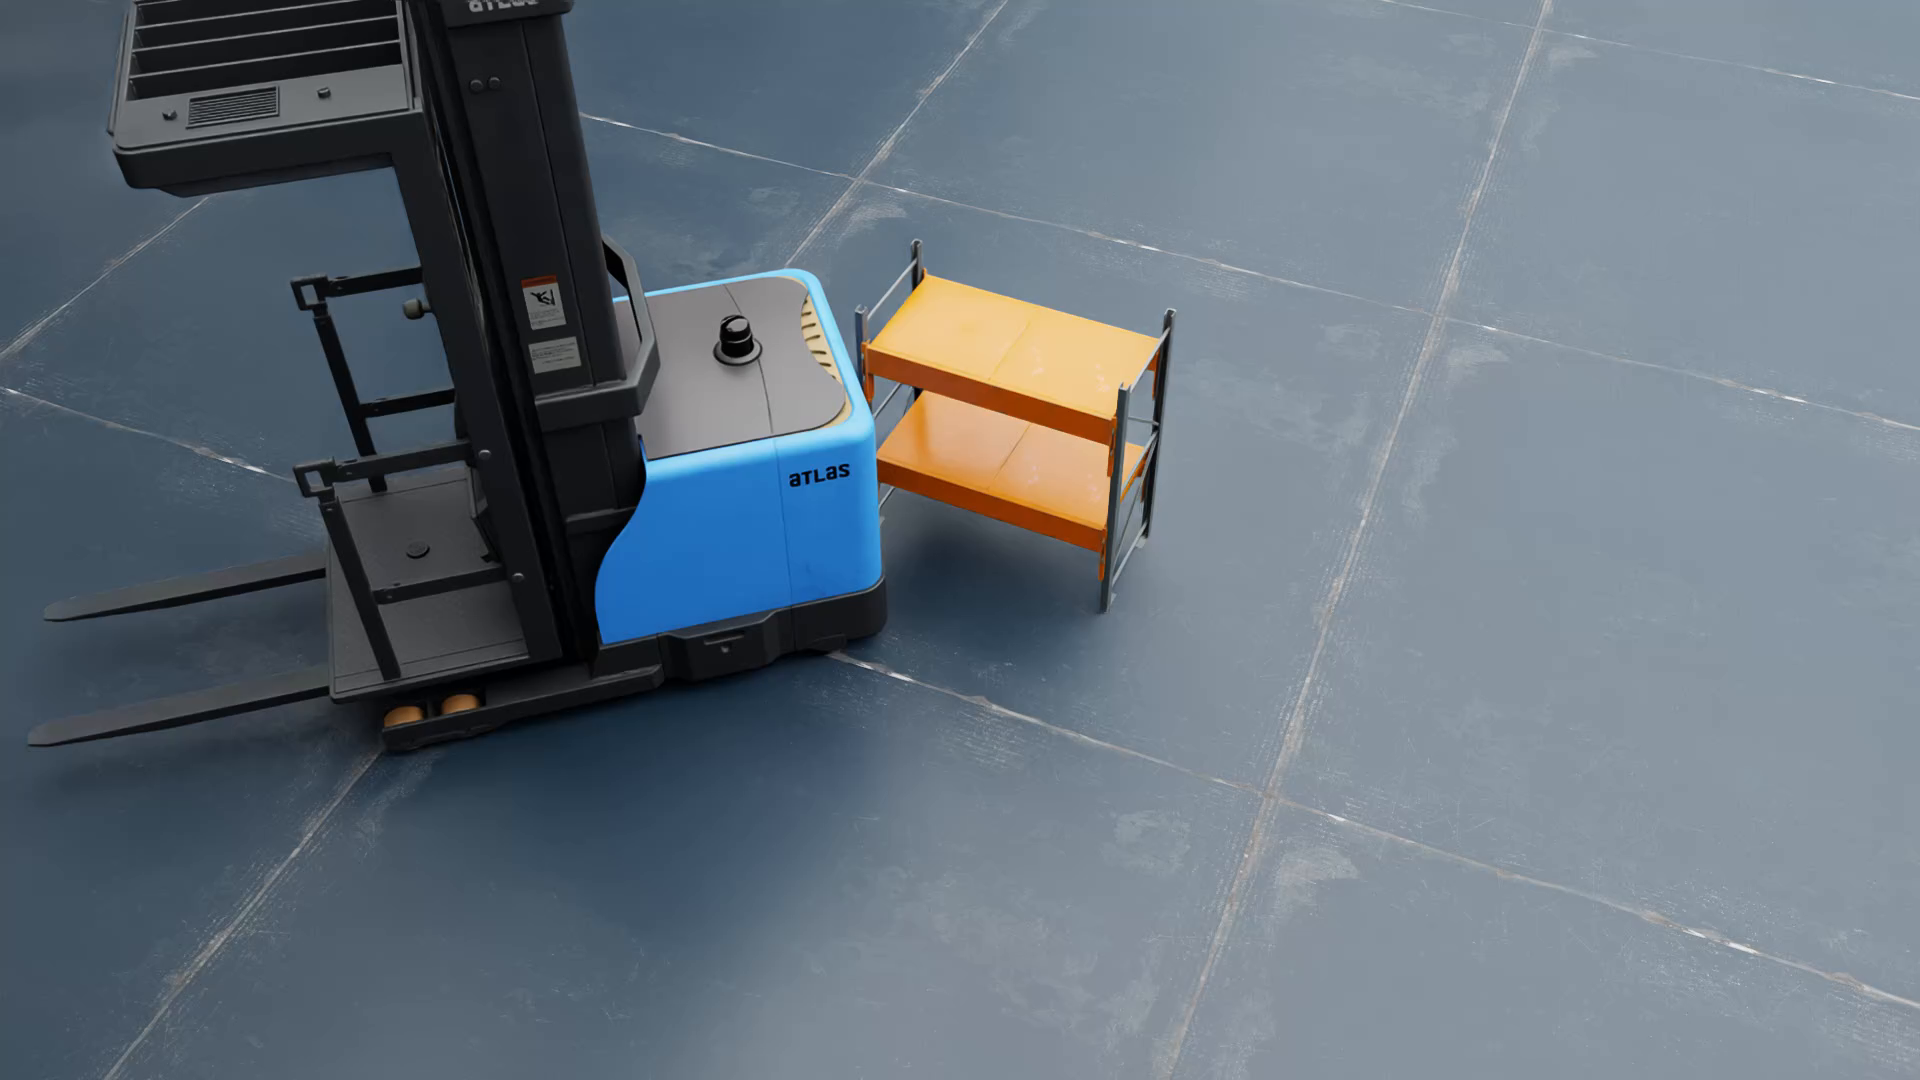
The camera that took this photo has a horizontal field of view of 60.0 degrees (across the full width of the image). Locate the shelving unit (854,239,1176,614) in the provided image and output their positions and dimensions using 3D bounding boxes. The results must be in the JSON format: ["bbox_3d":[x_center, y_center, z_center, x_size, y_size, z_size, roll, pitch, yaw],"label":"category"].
[{"bbox_3d":[0.200,-0.427,6.382,1.048,1.125,0.538,18,48,17],"label":"shelving unit"}]

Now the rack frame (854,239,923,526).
[{"bbox_3d":[-0.261,-0.579,6.535,0.032,1.125,0.500,18,48,17],"label":"rack frame"}]

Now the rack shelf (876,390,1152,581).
[{"bbox_3d":[0.200,-0.254,6.554,1.000,0.278,0.538,18,48,17],"label":"rack shelf"}]

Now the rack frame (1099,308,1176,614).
[{"bbox_3d":[0.660,-0.275,6.229,0.032,1.125,0.500,18,48,17],"label":"rack frame"}]

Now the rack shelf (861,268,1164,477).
[{"bbox_3d":[0.200,-0.635,6.176,1.000,0.278,0.538,18,48,17],"label":"rack shelf"}]

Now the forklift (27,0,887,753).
[{"bbox_3d":[-1.853,-0.700,5.376,3.031,2.935,1.130,-12,46,-11],"label":"forklift"}]
